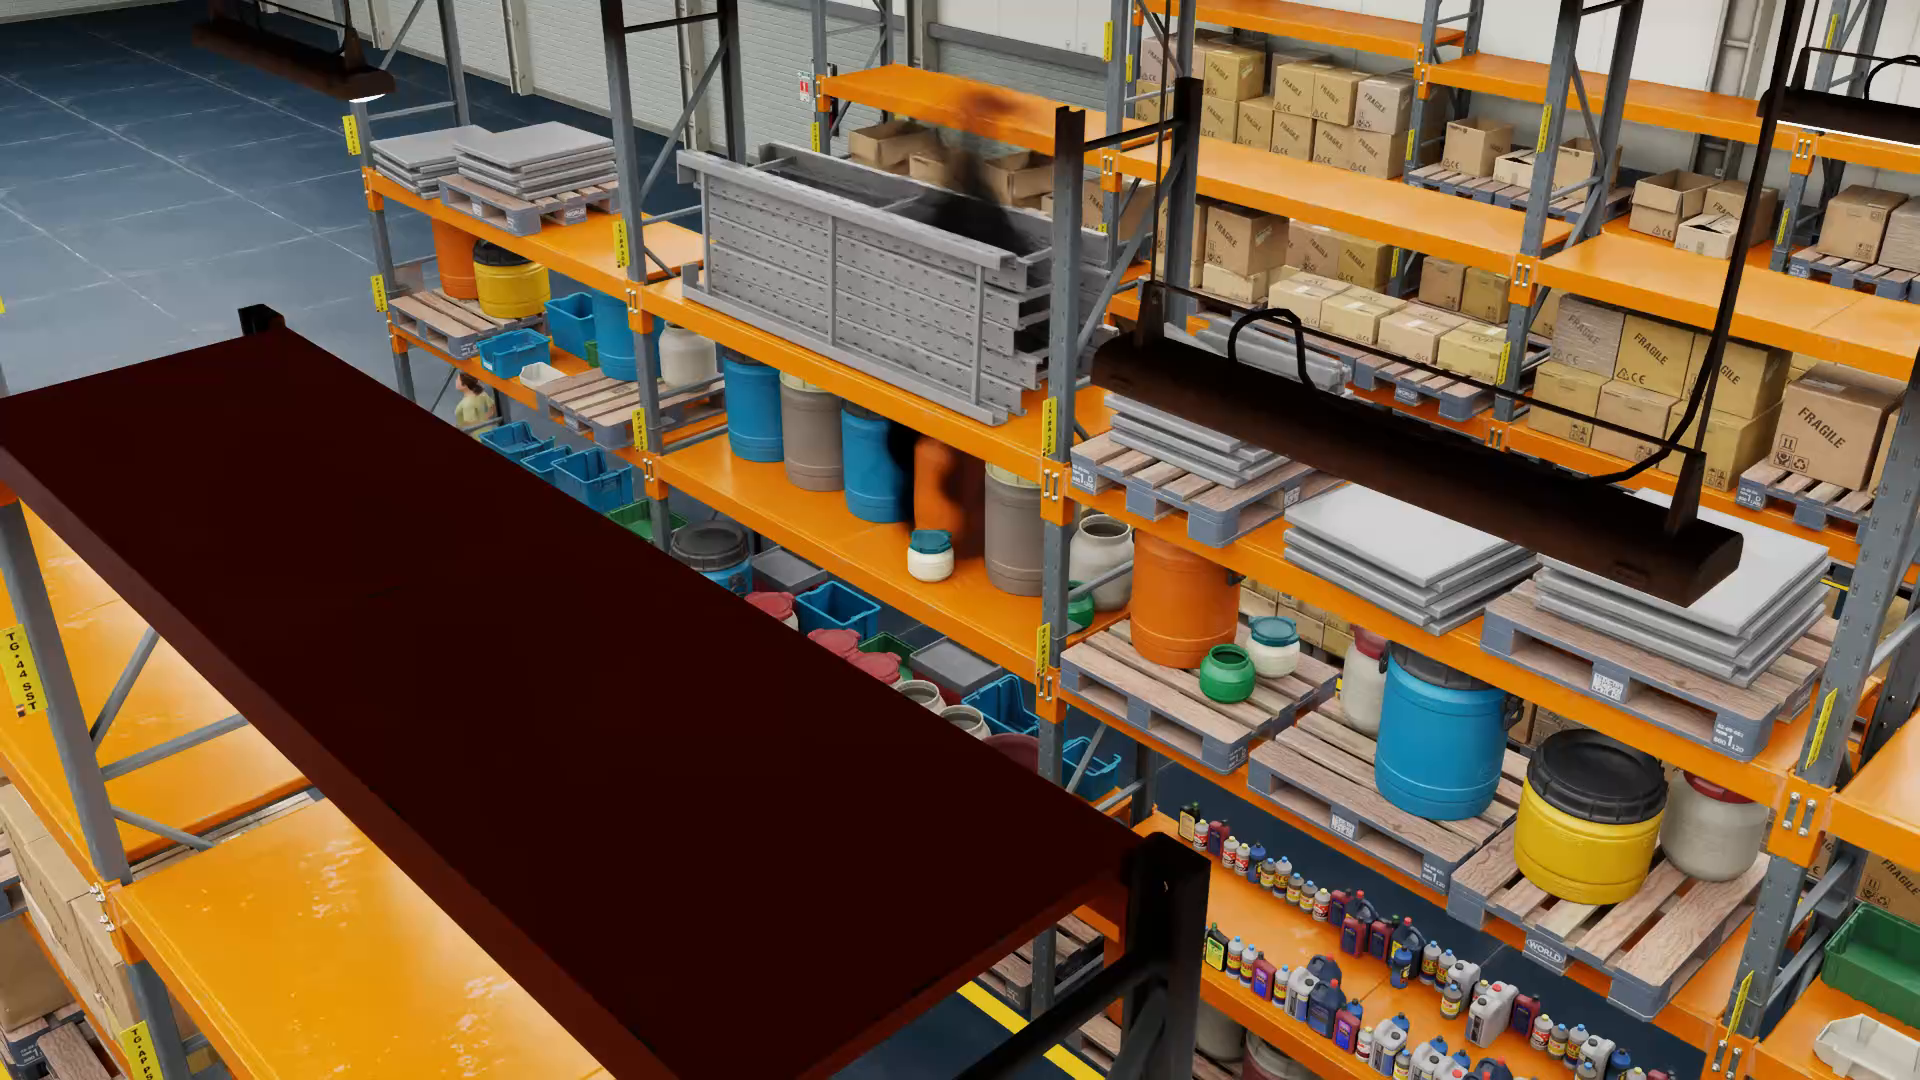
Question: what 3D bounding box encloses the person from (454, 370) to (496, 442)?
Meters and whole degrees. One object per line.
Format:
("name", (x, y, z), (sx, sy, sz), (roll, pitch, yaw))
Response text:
("person", (-4.883, -0.976, 16.961), (0.694, 1.618, 0.579), (1, 28, 2))
